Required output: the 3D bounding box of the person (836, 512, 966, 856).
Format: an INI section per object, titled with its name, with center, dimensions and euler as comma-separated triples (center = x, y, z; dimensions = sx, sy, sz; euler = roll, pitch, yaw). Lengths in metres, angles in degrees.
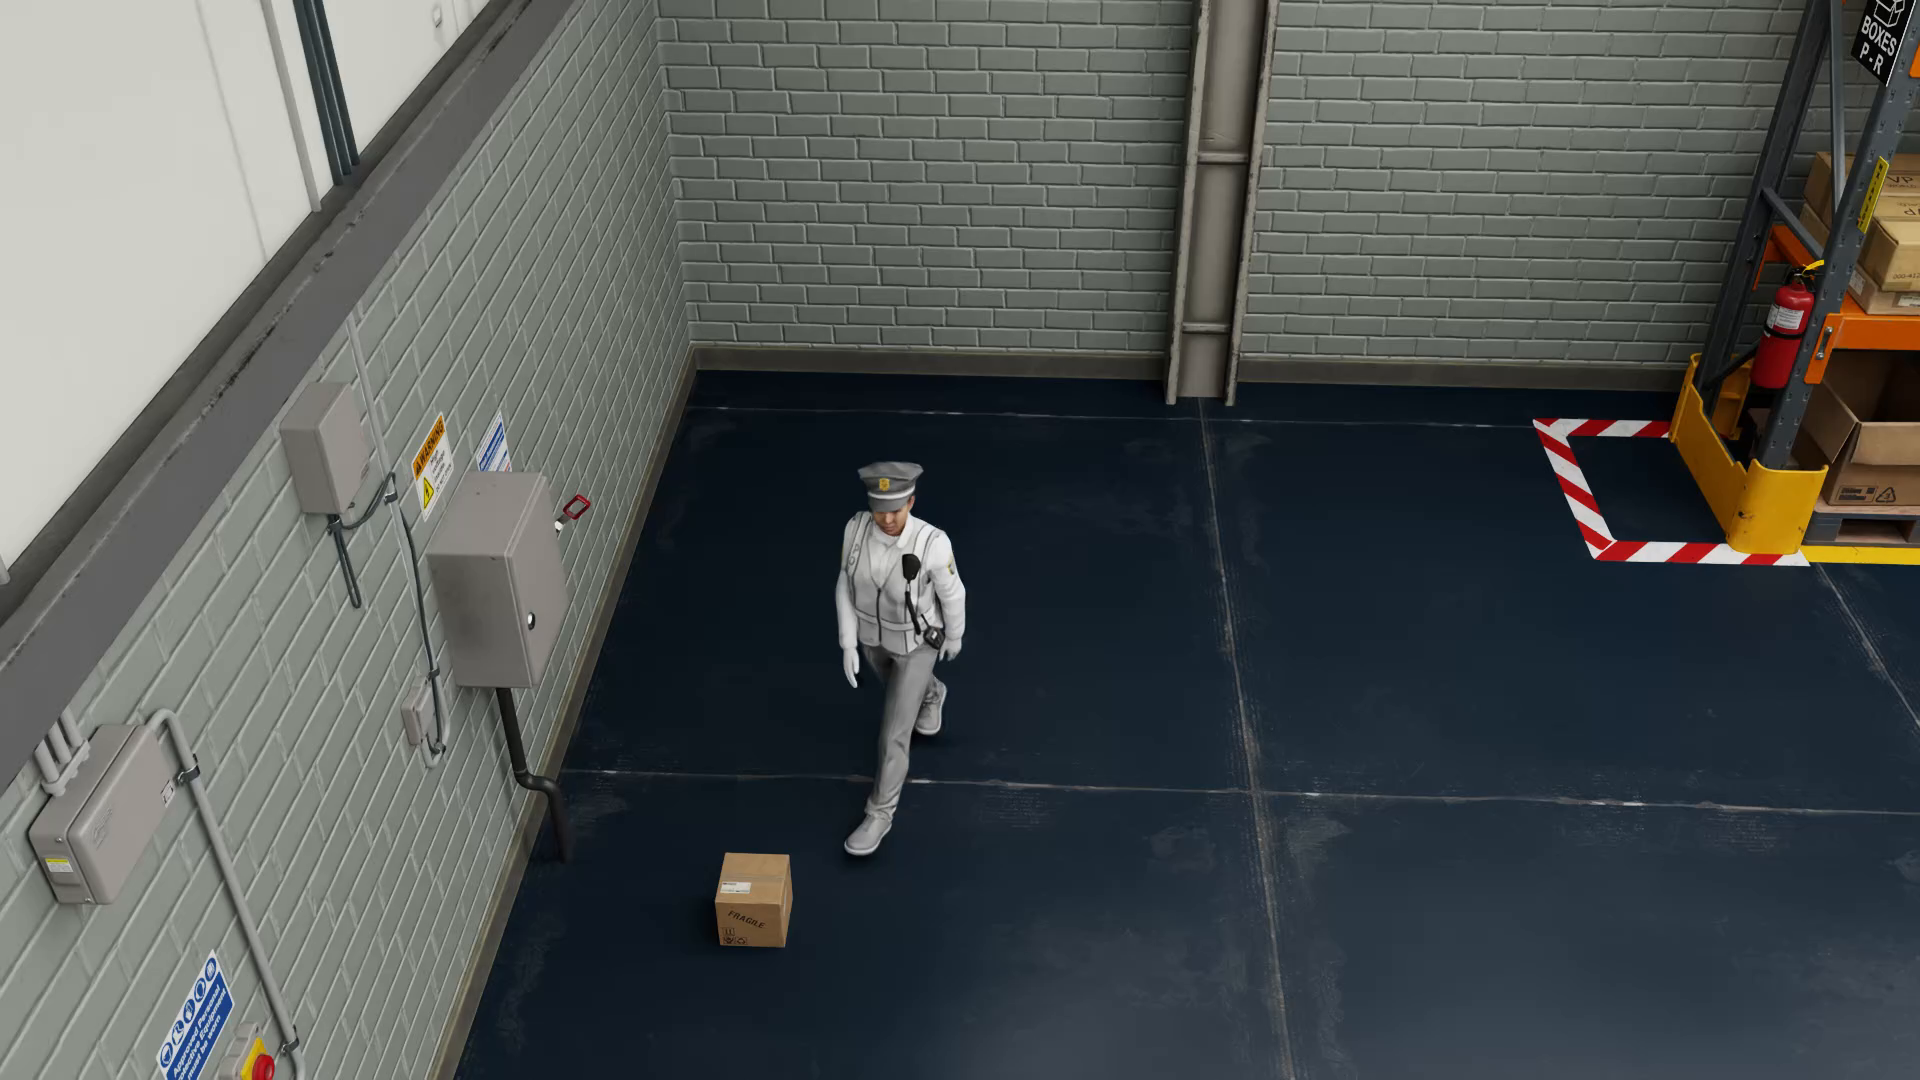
[person]
center = -0.243, 0.469, 6.655
dimensions = 0.471, 1.402, 1.005
euler = 17, 39, 22
